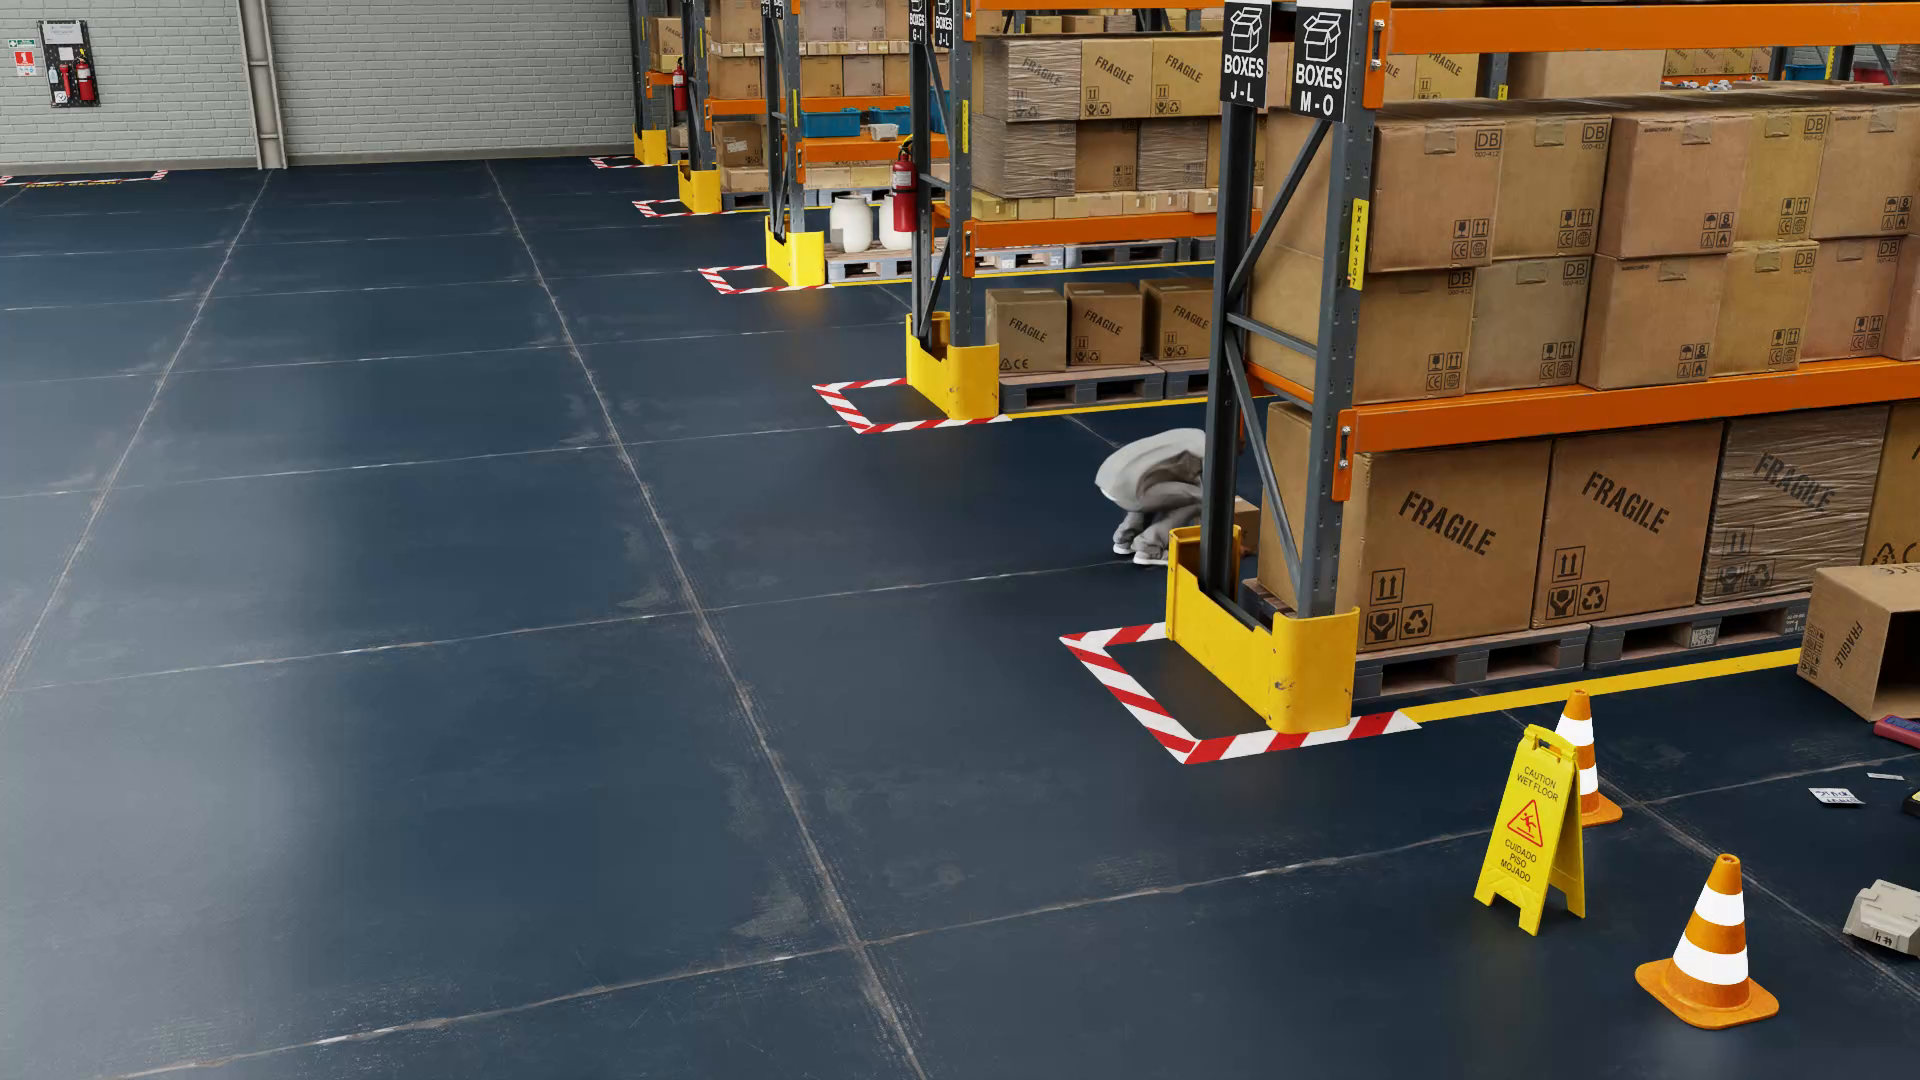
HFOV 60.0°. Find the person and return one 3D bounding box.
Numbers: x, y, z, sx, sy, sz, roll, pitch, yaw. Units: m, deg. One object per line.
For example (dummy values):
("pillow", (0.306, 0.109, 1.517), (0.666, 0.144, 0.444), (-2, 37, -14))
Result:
("person", (1.102, -0.228, 8.638), (0.850, 0.730, 0.422), (-7, 21, -18))
